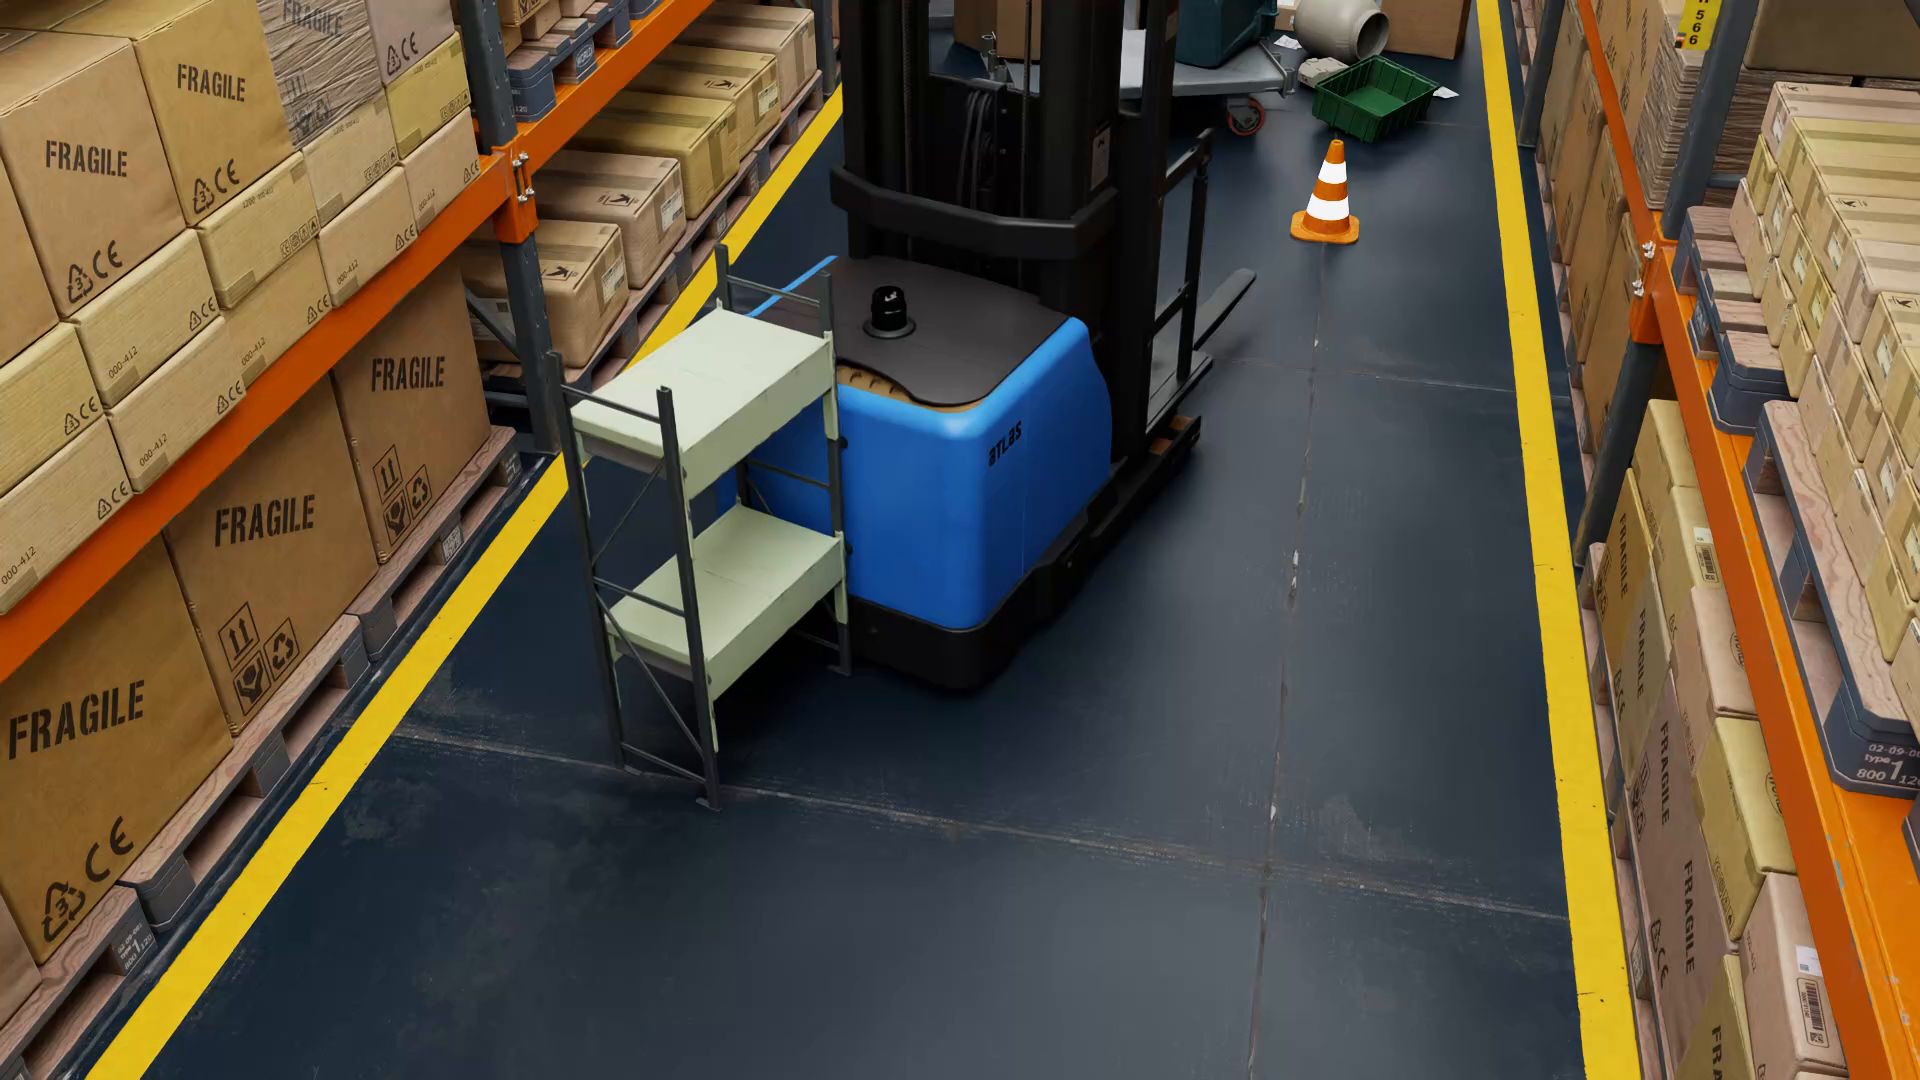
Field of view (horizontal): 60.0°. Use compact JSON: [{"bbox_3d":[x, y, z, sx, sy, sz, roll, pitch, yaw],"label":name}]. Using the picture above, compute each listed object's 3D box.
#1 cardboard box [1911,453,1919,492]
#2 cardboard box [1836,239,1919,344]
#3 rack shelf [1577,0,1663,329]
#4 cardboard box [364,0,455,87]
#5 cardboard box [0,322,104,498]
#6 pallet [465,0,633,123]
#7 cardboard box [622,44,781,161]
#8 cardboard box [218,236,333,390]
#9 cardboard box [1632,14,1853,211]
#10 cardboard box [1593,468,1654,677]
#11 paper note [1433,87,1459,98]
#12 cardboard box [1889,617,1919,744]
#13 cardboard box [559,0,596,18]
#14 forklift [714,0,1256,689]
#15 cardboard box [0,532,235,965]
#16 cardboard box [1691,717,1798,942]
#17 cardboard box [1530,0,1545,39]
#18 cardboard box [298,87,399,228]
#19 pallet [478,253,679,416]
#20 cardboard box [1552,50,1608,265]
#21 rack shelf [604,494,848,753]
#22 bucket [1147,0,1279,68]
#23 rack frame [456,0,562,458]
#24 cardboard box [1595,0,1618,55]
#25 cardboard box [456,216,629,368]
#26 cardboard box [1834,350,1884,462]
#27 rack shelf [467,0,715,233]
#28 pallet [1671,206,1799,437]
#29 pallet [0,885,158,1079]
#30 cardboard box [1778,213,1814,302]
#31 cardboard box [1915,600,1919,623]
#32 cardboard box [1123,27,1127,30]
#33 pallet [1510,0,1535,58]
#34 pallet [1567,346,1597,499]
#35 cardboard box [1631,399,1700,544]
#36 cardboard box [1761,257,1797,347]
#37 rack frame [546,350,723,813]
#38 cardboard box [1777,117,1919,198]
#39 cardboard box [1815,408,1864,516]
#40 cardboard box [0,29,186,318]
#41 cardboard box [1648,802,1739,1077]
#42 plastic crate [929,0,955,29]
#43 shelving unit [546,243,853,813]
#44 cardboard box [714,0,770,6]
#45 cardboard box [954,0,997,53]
[{"bbox_3d":[2.076,-0.099,3.179,0.380,0.149,0.250,6,36,8],"label":"cardboard box"},{"bbox_3d":[2.244,-0.548,3.799,0.380,0.149,0.250,9,37,12],"label":"cardboard box"},{"bbox_3d":[3.184,-1.936,6.978,1.077,0.370,4.000,7,37,10],"label":"rack shelf"},{"bbox_3d":[-1.956,-1.760,5.184,0.500,0.500,0.500,6,36,9],"label":"cardboard box"},{"bbox_3d":[-2.368,-0.297,3.806,0.500,0.250,0.500,8,37,11],"label":"cardboard box"},{"bbox_3d":[-2.053,-1.988,6.600,1.213,0.211,1.003,7,37,10],"label":"pallet"},{"bbox_3d":[-1.506,-2.329,8.789,0.950,0.372,0.625,10,37,13],"label":"cardboard box"},{"bbox_3d":[-2.172,-0.679,4.758,0.500,0.250,0.500,7,37,9],"label":"cardboard box"},{"bbox_3d":[2.590,-1.413,5.559,0.500,0.500,0.500,7,37,10],"label":"cardboard box"},{"bbox_3d":[2.356,0.135,5.280,0.500,0.500,0.500,6,36,8],"label":"cardboard box"},{"bbox_3d":[2.870,-2.671,9.909,0.147,0.020,0.142,-17,39,-22],"label":"paper note"},{"bbox_3d":[2.011,0.296,3.142,0.380,0.149,0.250,6,36,8],"label":"cardboard box"},{"bbox_3d":[-1.653,-2.184,6.563,0.380,0.149,0.250,5,36,7],"label":"cardboard box"},{"bbox_3d":[0.316,-1.544,5.882,1.130,2.935,3.031,18,40,23],"label":"forklift"},{"bbox_3d":[-2.716,0.456,4.518,0.875,0.875,0.875,8,37,11],"label":"cardboard box"},{"bbox_3d":[2.036,0.694,3.869,0.500,0.250,0.500,6,36,8],"label":"cardboard box"},{"bbox_3d":[4.002,-3.553,10.049,0.875,0.875,0.875,8,37,10],"label":"cardboard box"},{"bbox_3d":[-2.062,-1.181,5.025,0.500,0.250,0.500,6,36,9],"label":"cardboard box"},{"bbox_3d":[-1.933,-0.962,7.398,1.003,0.211,1.213,7,37,10],"label":"pallet"},{"bbox_3d":[3.356,-1.713,7.617,1.050,0.750,0.750,7,37,10],"label":"cardboard box"},{"bbox_3d":[-0.726,0.244,5.188,0.431,0.370,0.720,19,40,24],"label":"rack shelf"},{"bbox_3d":[1.388,-3.031,9.370,0.726,0.611,0.620,20,51,26],"label":"bucket"},{"bbox_3d":[-2.101,-1.643,5.961,1.000,3.000,0.127,7,37,10],"label":"rack frame"},{"bbox_3d":[2.910,-2.280,6.755,0.500,0.500,0.500,8,37,11],"label":"cardboard box"},{"bbox_3d":[-1.970,-1.072,7.055,0.950,0.372,0.625,5,36,7],"label":"cardboard box"},{"bbox_3d":[2.183,-0.279,3.682,0.380,0.149,0.250,7,37,10],"label":"cardboard box"},{"bbox_3d":[-1.674,-2.499,7.755,1.077,0.370,4.000,7,37,10],"label":"rack shelf"},{"bbox_3d":[2.708,-0.581,4.659,1.213,0.211,1.003,7,37,10],"label":"pallet"},{"bbox_3d":[-2.864,1.327,4.239,1.003,0.211,1.213,7,37,10],"label":"pallet"},{"bbox_3d":[2.347,-0.709,4.274,0.380,0.149,0.250,6,36,9],"label":"cardboard box"},{"bbox_3d":[2.016,0.171,3.060,0.380,0.149,0.250,6,36,8],"label":"cardboard box"},{"bbox_3d":[1.024,-3.028,10.201,0.258,0.266,0.396,-17,39,-22],"label":"cardboard box"},{"bbox_3d":[4.108,-3.373,10.724,1.003,0.211,1.213,7,37,10],"label":"pallet"},{"bbox_3d":[2.998,-0.394,6.614,1.003,0.211,1.213,7,37,10],"label":"pallet"},{"bbox_3d":[2.373,-0.177,5.072,0.500,0.250,0.500,6,36,8],"label":"cardboard box"},{"bbox_3d":[2.349,-0.609,4.391,0.380,0.149,0.250,9,37,12],"label":"cardboard box"},{"bbox_3d":[-0.910,0.168,4.740,0.400,1.500,0.023,19,40,24],"label":"rack frame"},{"bbox_3d":[2.414,-0.995,4.416,0.380,0.149,0.250,6,36,9],"label":"cardboard box"},{"bbox_3d":[2.182,-0.158,3.768,0.380,0.149,0.250,8,37,11],"label":"cardboard box"},{"bbox_3d":[-2.285,-0.891,3.986,0.500,0.500,0.500,7,36,9],"label":"cardboard box"},{"bbox_3d":[2.038,1.011,4.071,0.500,0.500,0.500,7,36,9],"label":"cardboard box"},{"bbox_3d":[-0.110,-3.552,11.082,0.402,0.080,0.583,-5,36,-6],"label":"plastic crate"},{"bbox_3d":[-0.726,-0.019,4.996,0.431,1.500,0.755,19,40,24],"label":"shelving unit"},{"bbox_3d":[-1.383,-3.366,10.323,0.500,0.250,0.500,9,37,12],"label":"cardboard box"},{"bbox_3d":[0.312,-3.369,10.471,0.500,0.500,0.500,-24,42,-30],"label":"cardboard box"}]
